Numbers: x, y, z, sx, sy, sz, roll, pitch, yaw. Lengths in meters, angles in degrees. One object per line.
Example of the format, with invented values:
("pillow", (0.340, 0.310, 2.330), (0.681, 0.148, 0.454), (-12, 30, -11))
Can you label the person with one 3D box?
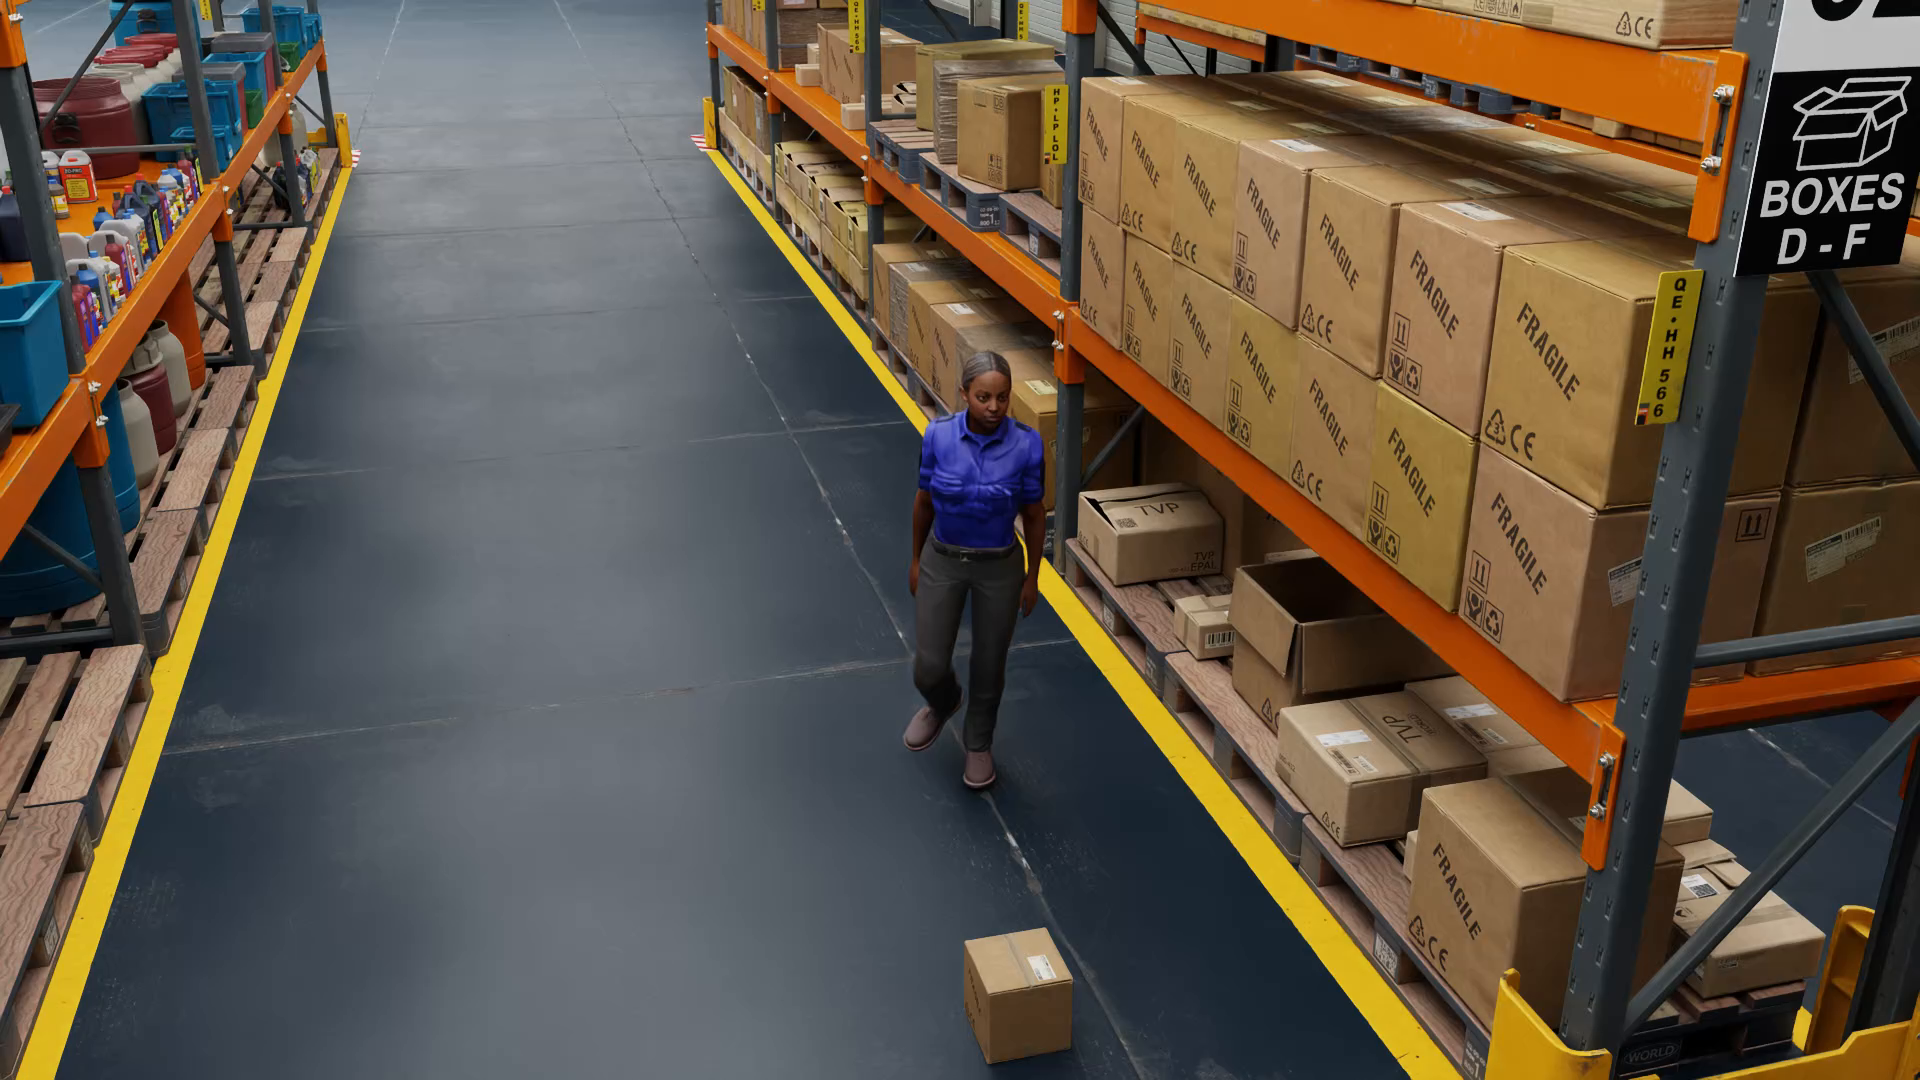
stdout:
("person", (0.042, 0.099, 5.849), (0.511, 1.649, 0.466), (1, 23, 2))
